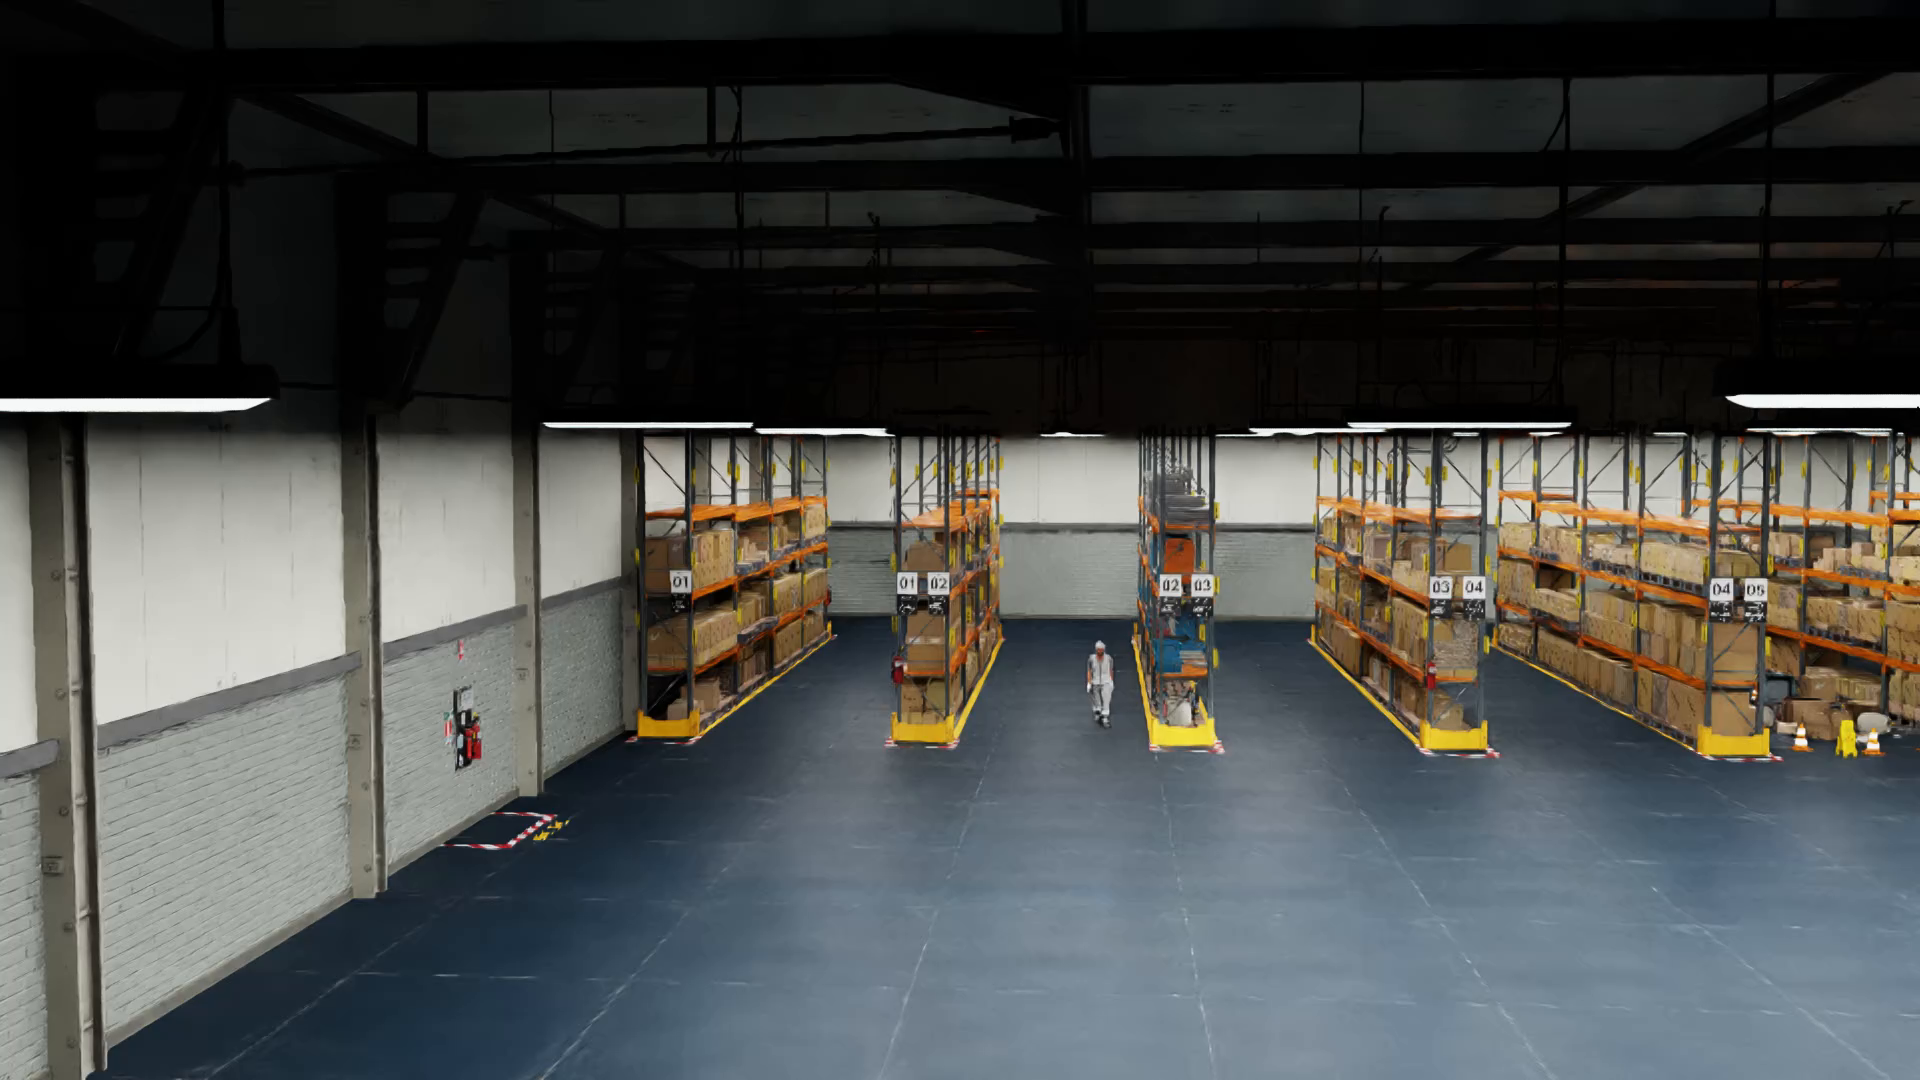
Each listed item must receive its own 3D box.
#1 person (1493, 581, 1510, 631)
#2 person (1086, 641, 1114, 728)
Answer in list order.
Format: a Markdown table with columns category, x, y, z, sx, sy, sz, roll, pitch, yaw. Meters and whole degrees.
| category | x | y | z | sx | sy | sz | roll | pitch | yaw |
| --- | --- | --- | --- | --- | --- | --- | --- | --- | --- |
| person | 15.826 | 1.914 | 48.410 | 0.471 | 1.706 | 0.690 | -2 | 4 | -26 |
| person | 2.784 | 2.842 | 33.051 | 0.553 | 1.706 | 1.123 | 0 | 3 | 7 |
